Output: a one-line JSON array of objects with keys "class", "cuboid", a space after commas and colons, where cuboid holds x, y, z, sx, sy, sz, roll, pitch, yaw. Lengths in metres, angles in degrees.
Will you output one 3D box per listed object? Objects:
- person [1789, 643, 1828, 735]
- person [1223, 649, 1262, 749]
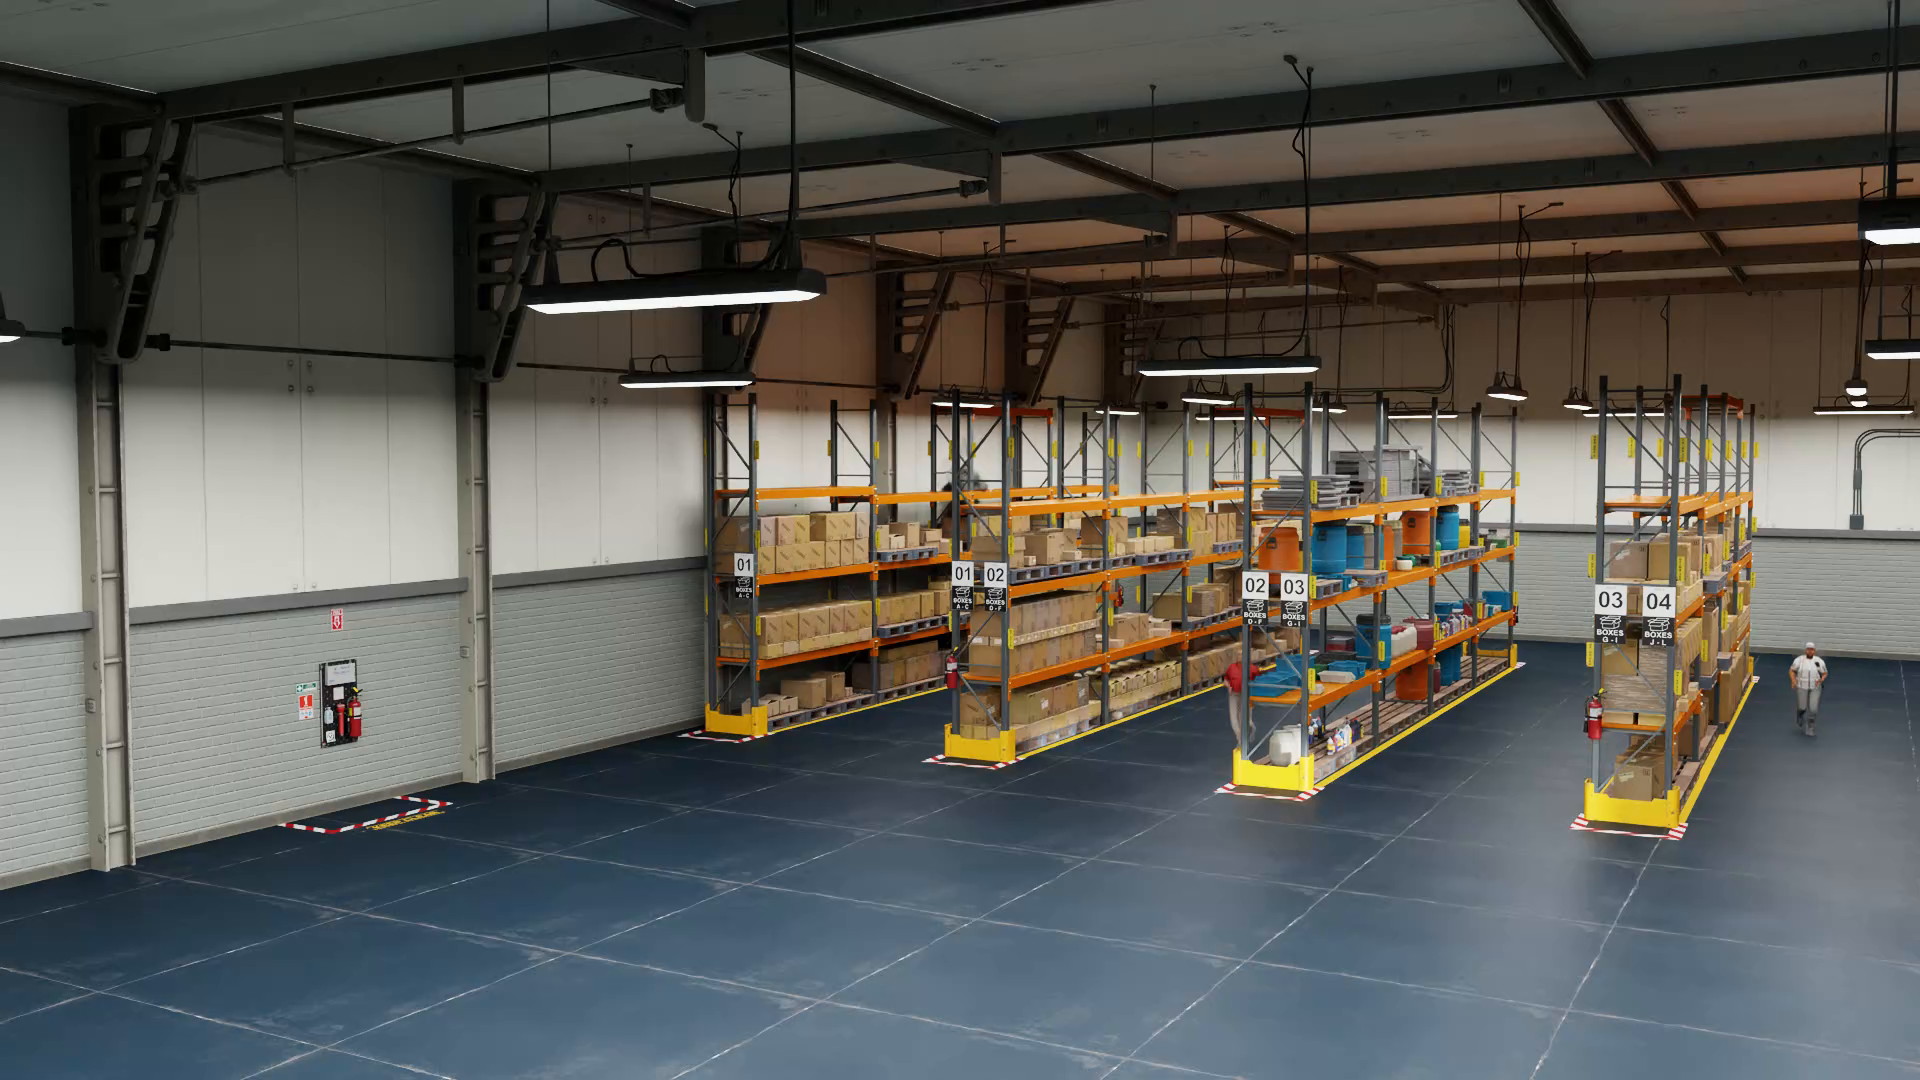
[{"class": "person", "cuboid": [14.945, 2.618, 29.288, 0.605, 1.627, 0.549, 1, 3, 24]}, {"class": "person", "cuboid": [4.688, 2.663, 27.750, 0.658, 1.686, 0.592, 2, 4, 28]}]
